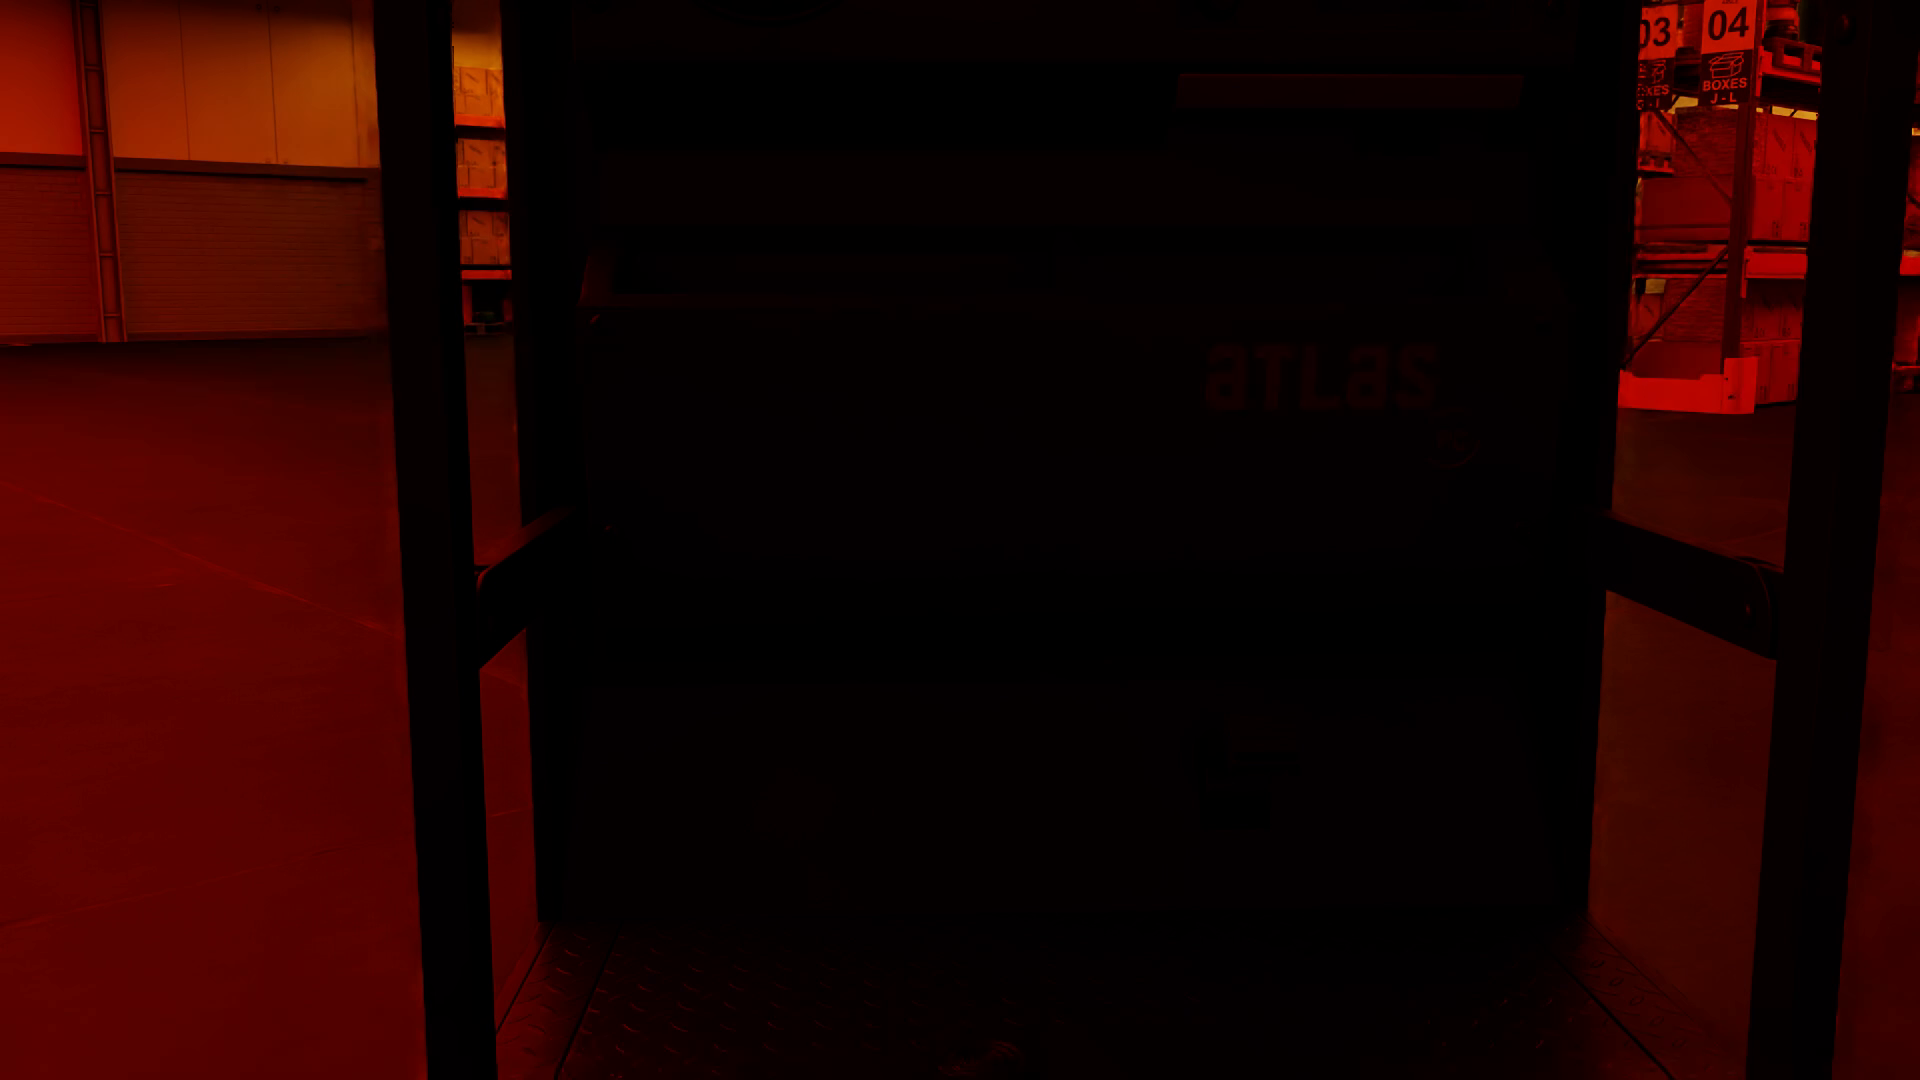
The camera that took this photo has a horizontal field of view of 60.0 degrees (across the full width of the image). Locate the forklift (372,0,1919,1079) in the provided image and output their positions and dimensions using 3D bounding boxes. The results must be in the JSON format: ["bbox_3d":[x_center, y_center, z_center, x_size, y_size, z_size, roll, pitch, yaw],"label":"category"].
[{"bbox_3d":[0.120,-0.678,1.337,1.130,2.935,3.031,0,9,-2],"label":"forklift"}]
